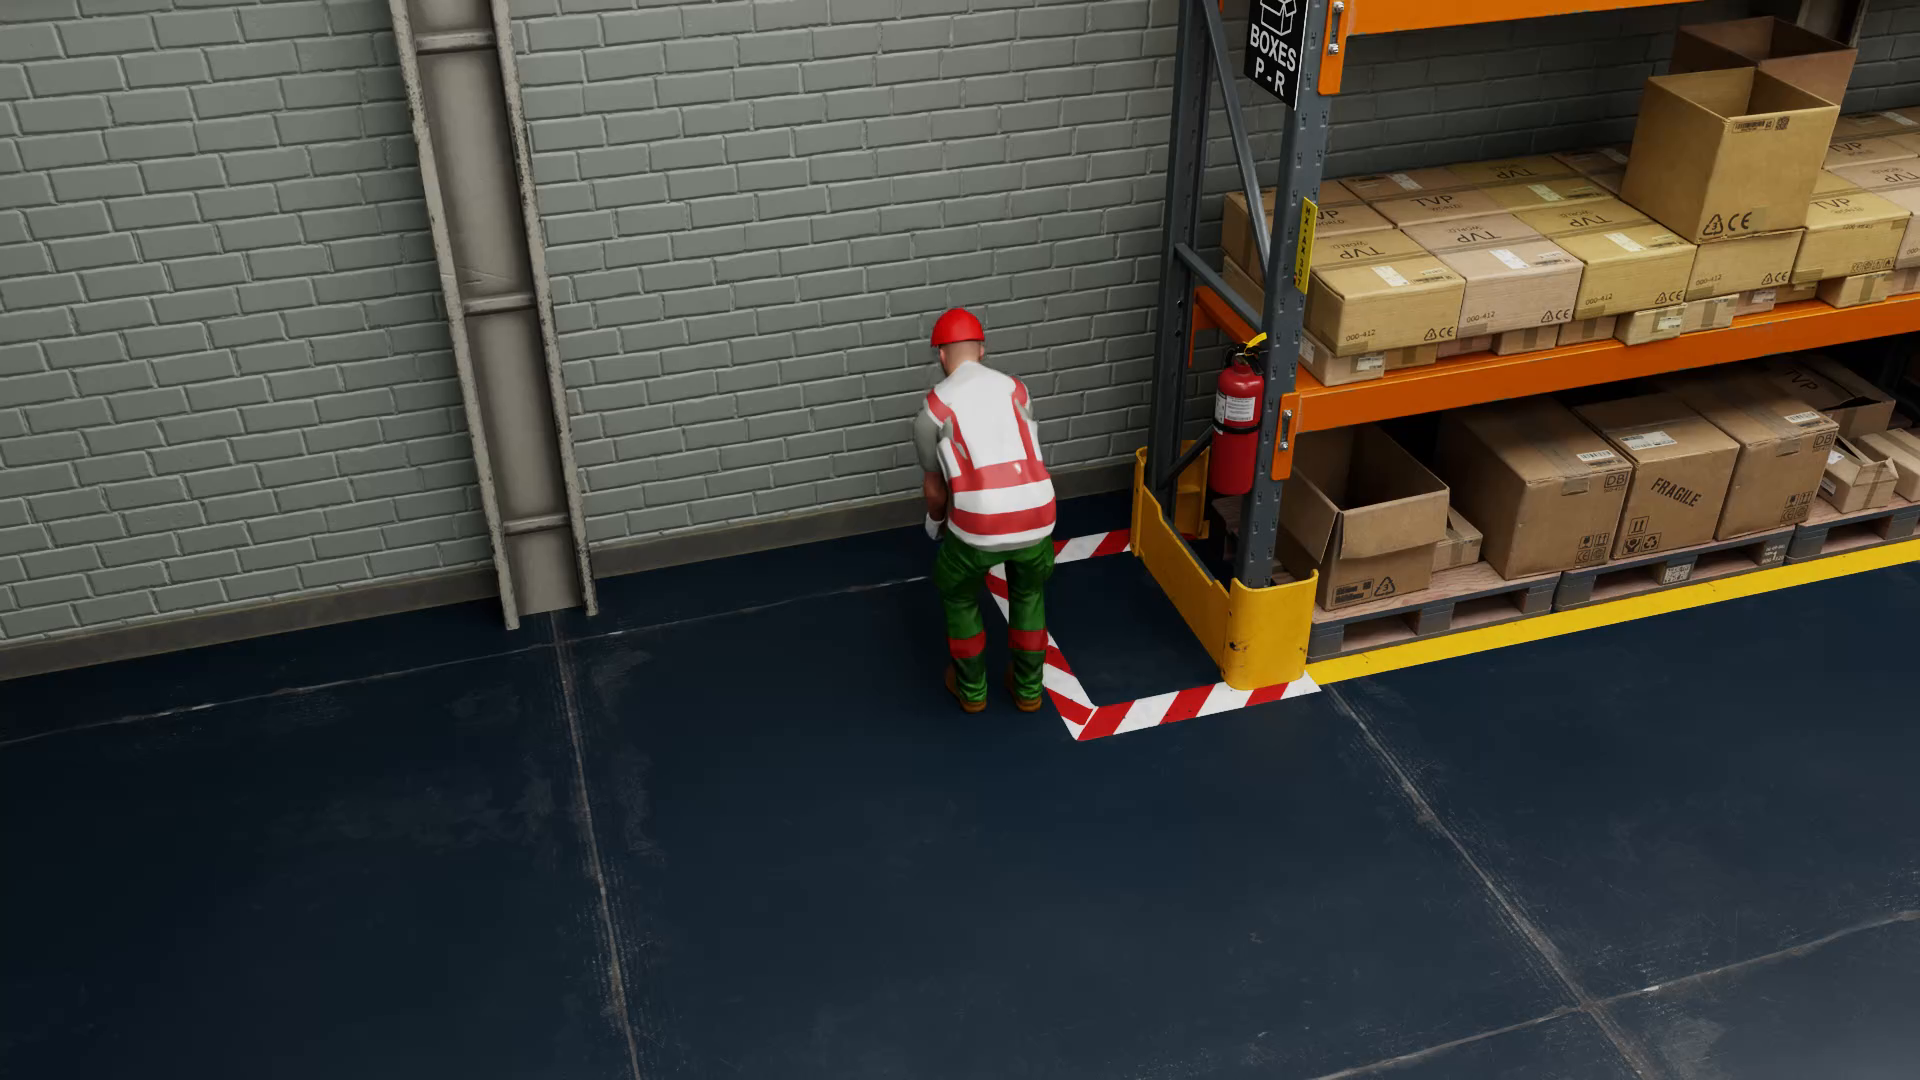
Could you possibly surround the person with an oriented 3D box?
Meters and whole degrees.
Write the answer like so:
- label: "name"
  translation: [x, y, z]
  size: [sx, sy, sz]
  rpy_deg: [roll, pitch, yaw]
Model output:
- label: "person"
  translation: [0.082, -0.088, 6.486]
  size: [0.493, 1.528, 0.822]
  rpy_deg: [-9, 35, -14]
